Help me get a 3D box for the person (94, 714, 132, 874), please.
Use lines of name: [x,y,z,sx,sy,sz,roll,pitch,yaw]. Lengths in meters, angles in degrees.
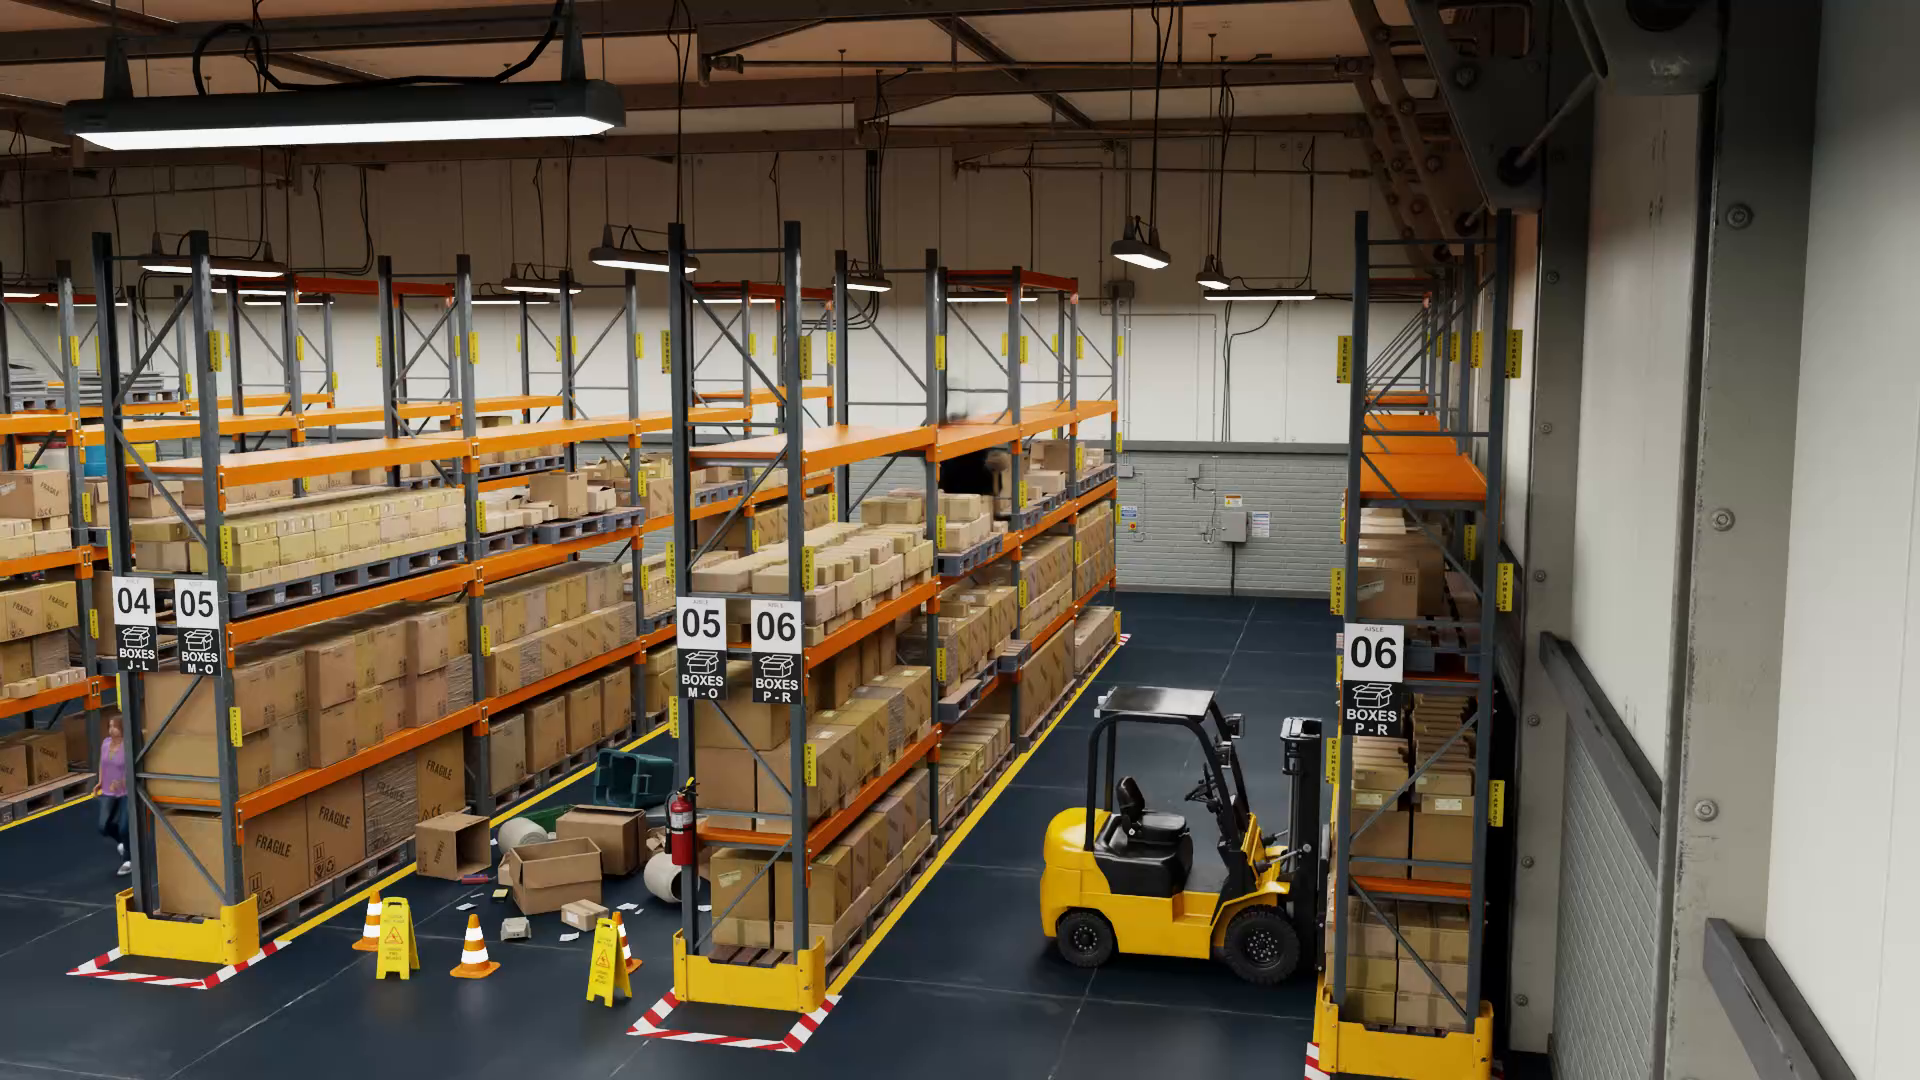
person: [-8.107,2.455,16.018,0.536,1.560,0.535,0,7,3]
